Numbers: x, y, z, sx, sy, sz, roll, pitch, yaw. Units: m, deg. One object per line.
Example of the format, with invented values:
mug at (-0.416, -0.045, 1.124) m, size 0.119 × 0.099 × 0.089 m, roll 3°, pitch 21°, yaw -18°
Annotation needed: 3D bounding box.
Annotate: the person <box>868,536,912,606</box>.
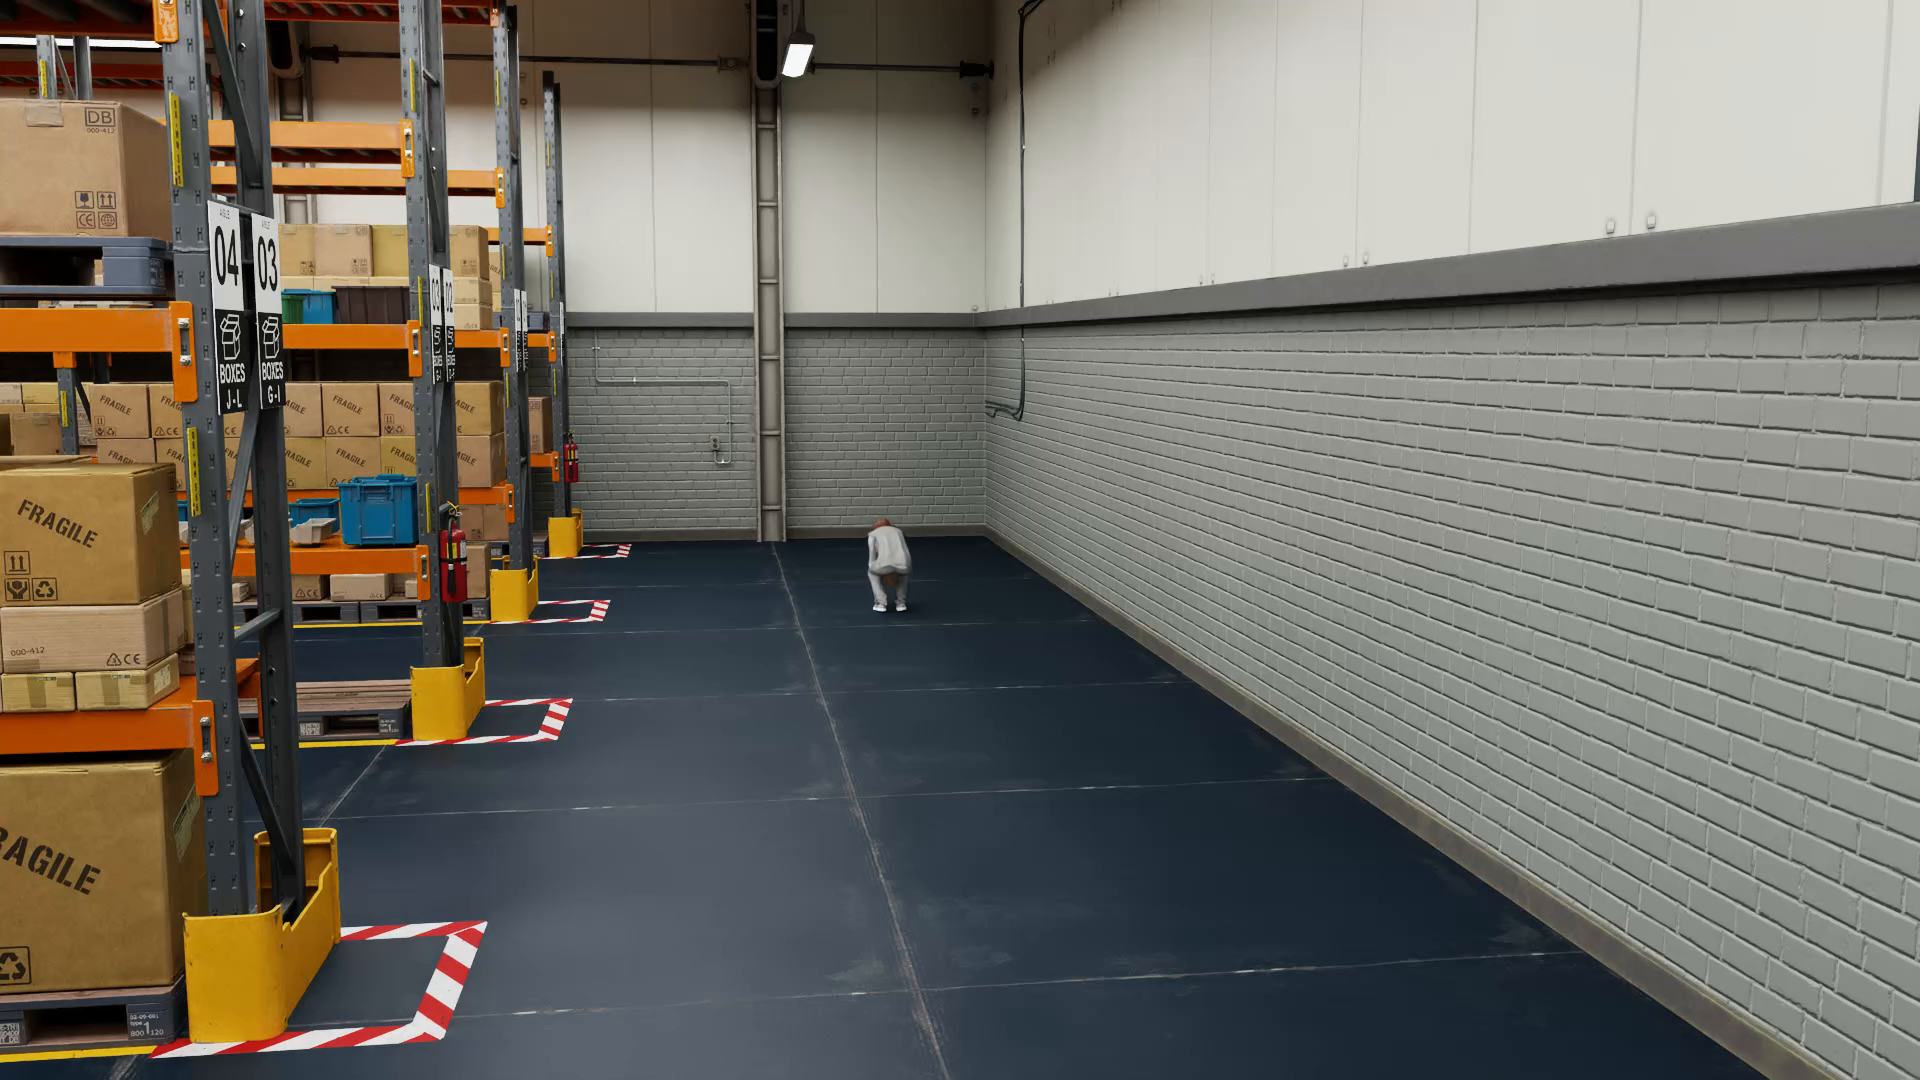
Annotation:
person at (-0.708, 0.270, 16.792) m, size 0.418 × 0.742 × 0.704 m, roll -1°, pitch 7°, yaw -10°
